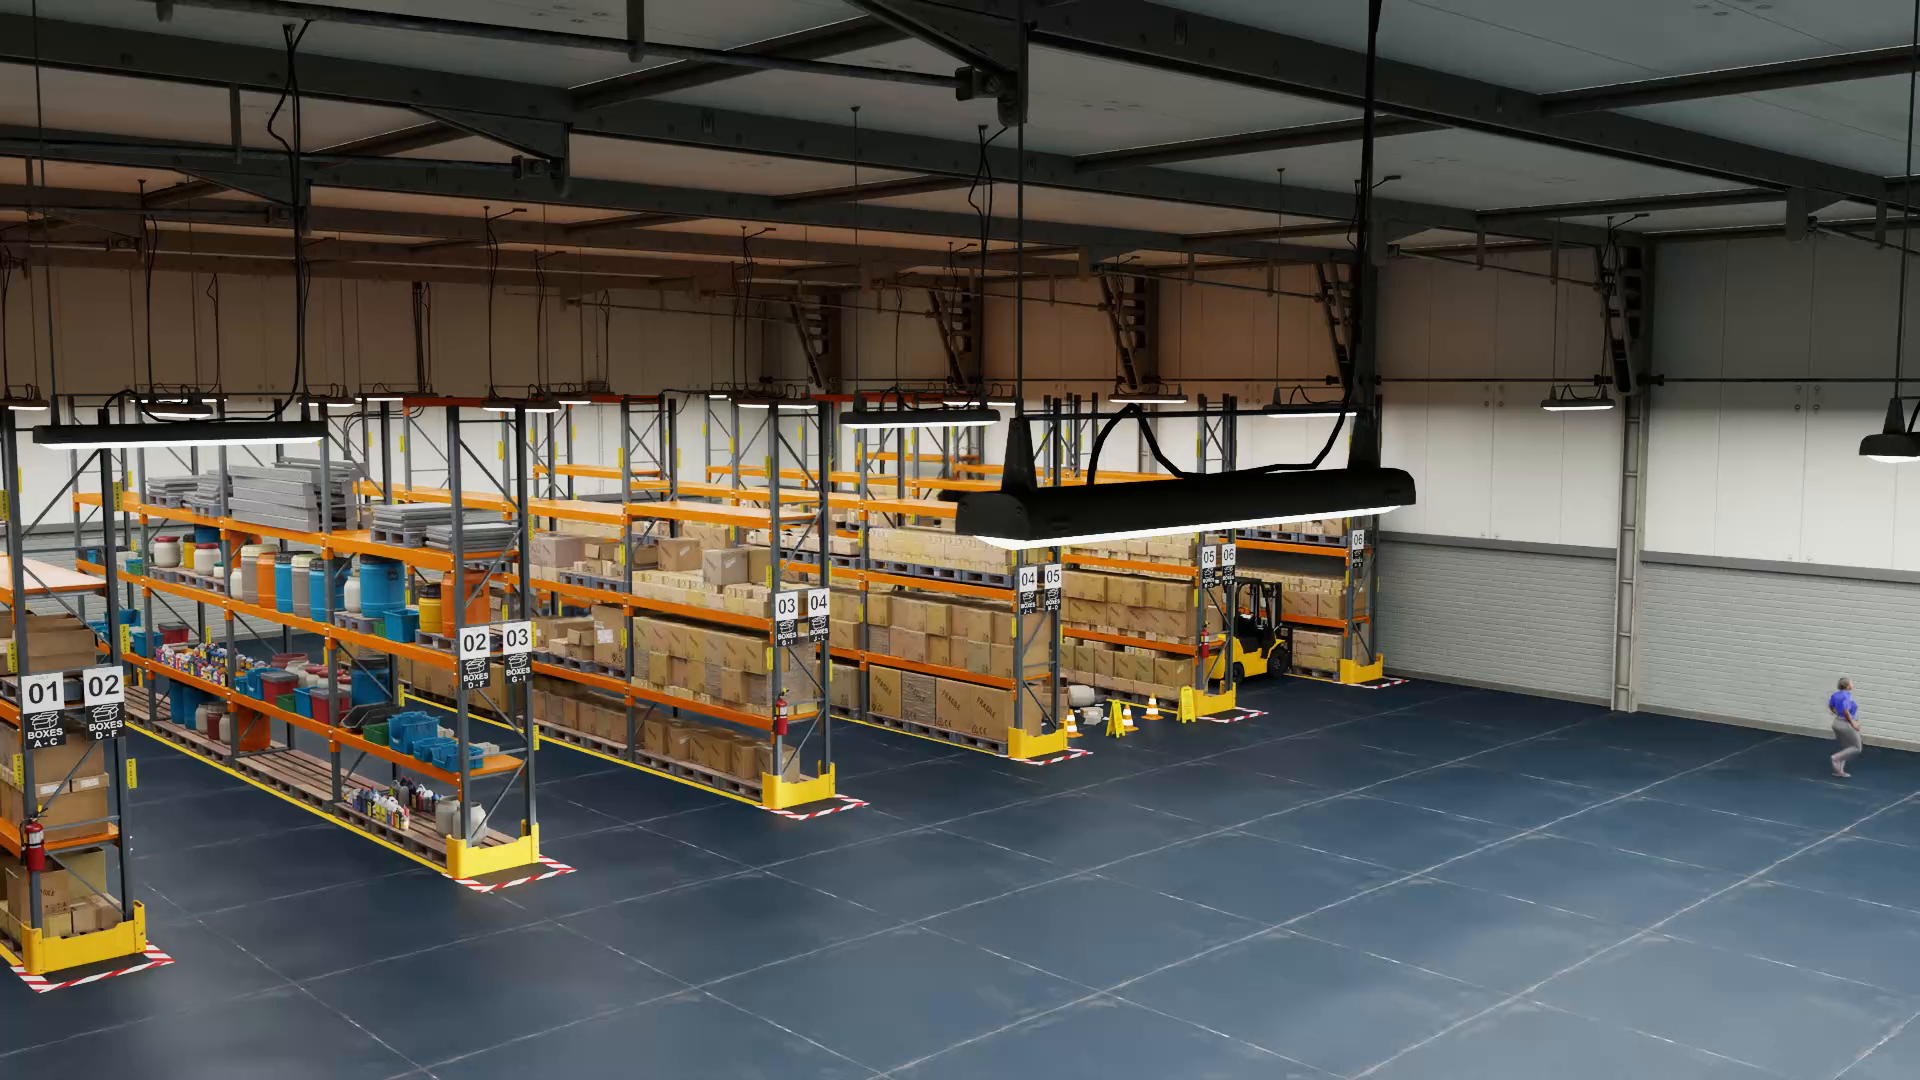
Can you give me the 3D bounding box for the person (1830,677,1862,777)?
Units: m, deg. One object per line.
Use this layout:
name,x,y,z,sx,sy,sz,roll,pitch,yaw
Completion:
person,14.086,2.979,26.459,0.558,1.612,0.574,-1,6,-7

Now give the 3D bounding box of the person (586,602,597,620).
person,-7.645,2.123,35.083,0.556,1.626,0.559,-5,8,-43

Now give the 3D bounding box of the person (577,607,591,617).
person,-9.385,1.419,41.919,0.573,1.730,0.710,-5,7,-40
